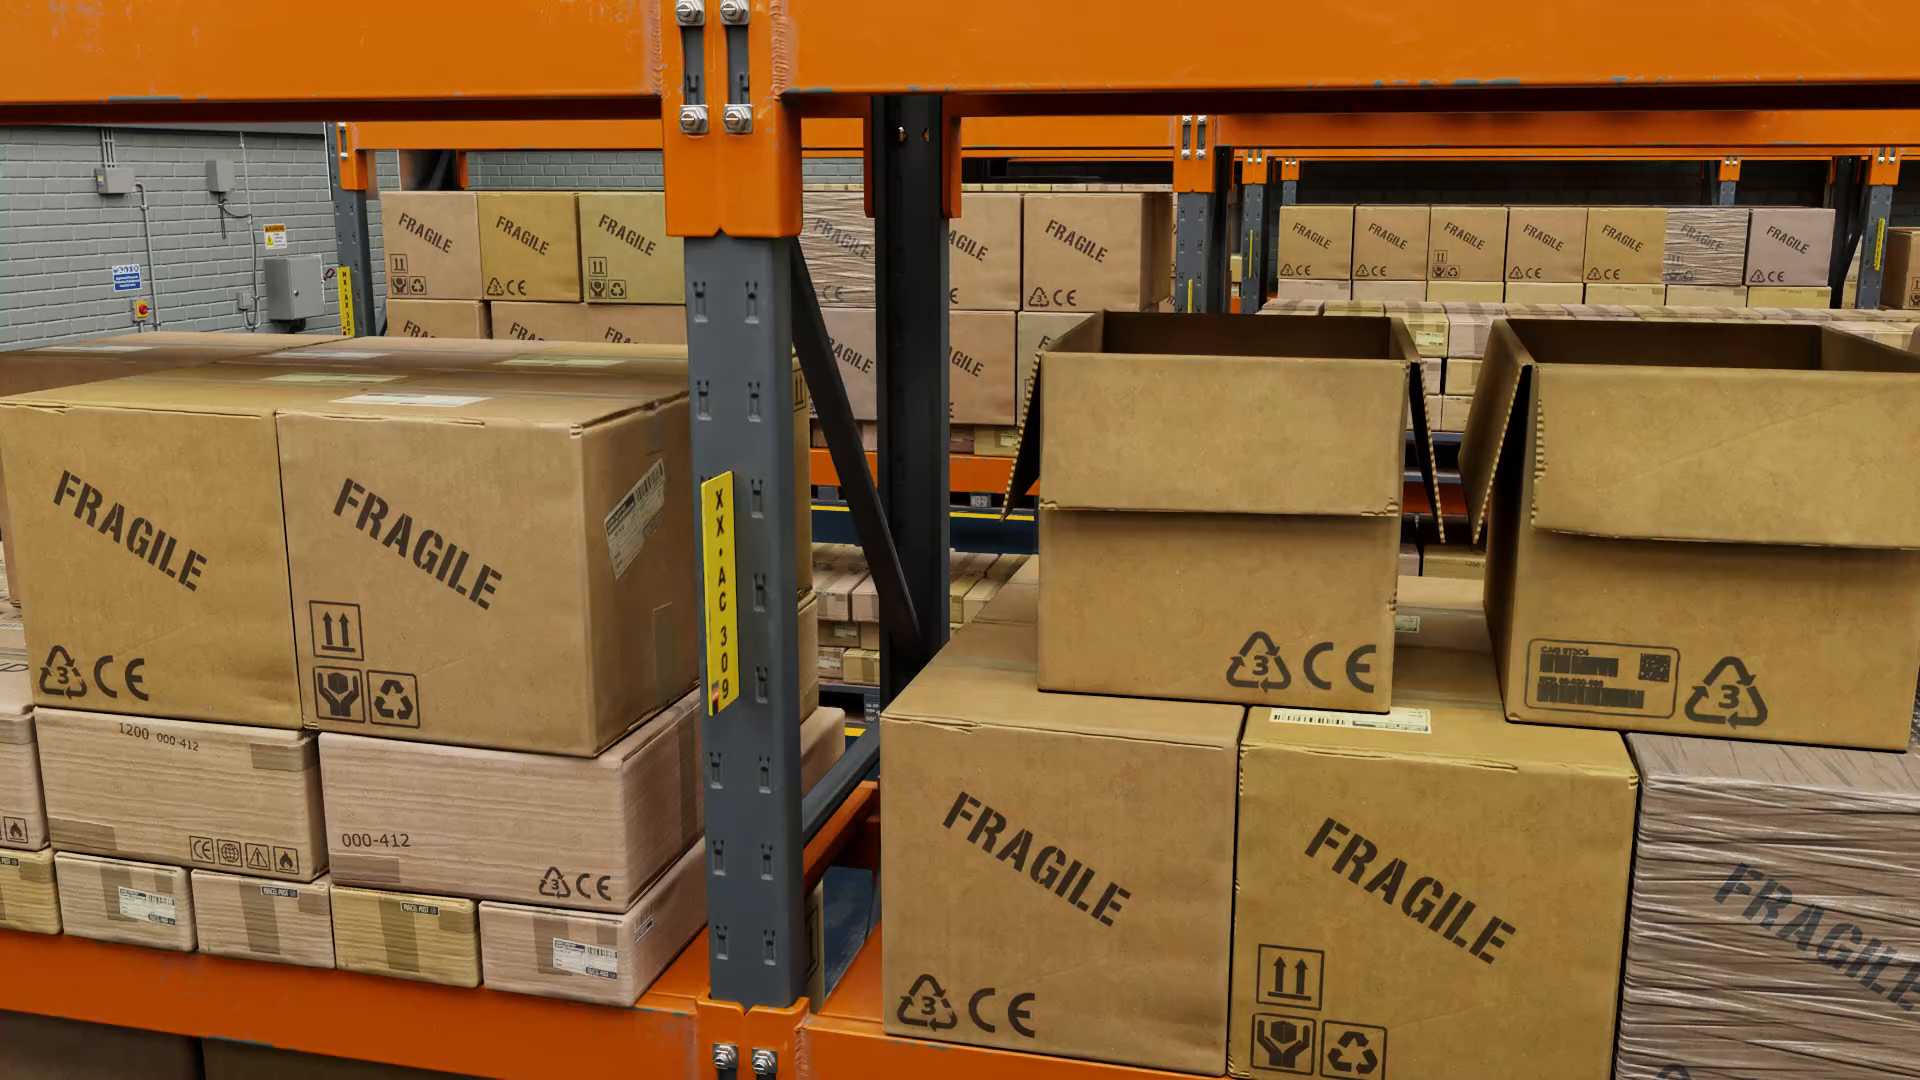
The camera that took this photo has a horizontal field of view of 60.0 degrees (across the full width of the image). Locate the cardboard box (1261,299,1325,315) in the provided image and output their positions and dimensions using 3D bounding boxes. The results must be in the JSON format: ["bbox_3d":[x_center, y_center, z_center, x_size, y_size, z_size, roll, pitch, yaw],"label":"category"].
[{"bbox_3d":[1.524,-1.012,7.609,0.250,0.149,0.380,4,13,16],"label":"cardboard box"}]

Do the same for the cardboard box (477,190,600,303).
[{"bbox_3d":[-1.932,-1.405,7.916,0.500,0.500,0.500,3,13,15],"label":"cardboard box"}]

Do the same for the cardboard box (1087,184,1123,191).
[{"bbox_3d":[1.081,-2.529,12.171,0.250,0.149,0.380,3,13,13],"label":"cardboard box"}]

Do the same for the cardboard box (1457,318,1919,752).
[{"bbox_3d":[1.087,-0.051,2.490,0.637,0.503,0.797,3,13,14],"label":"cardboard box"}]

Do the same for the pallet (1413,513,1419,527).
[{"bbox_3d":[2.943,-0.280,12.509,1.213,0.211,1.003,3,13,14],"label":"pallet"}]

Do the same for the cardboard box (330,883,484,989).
[{"bbox_3d":[-0.824,0.581,2.771,0.250,0.149,0.380,3,13,15],"label":"cardboard box"}]

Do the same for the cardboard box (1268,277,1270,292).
[{"bbox_3d":[3.101,-2.662,17.386,0.250,0.149,0.380,3,13,14],"label":"cardboard box"}]

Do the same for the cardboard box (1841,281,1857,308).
[{"bbox_3d":[8.104,-2.327,15.644,0.500,0.250,0.500,3,13,12],"label":"cardboard box"}]

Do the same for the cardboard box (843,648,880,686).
[{"bbox_3d":[-0.379,0.565,7.874,0.250,0.149,0.380,3,13,13],"label":"cardboard box"}]

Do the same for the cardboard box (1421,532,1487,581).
[{"bbox_3d":[2.260,0.151,7.199,0.500,0.250,0.500,3,13,15],"label":"cardboard box"}]

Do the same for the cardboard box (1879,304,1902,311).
[{"bbox_3d":[6.330,-1.484,11.110,0.250,0.149,0.380,2,13,10],"label":"cardboard box"}]

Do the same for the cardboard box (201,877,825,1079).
[{"bbox_3d":[-0.820,1.200,3.338,0.875,0.875,0.875,3,13,14],"label":"cardboard box"}]

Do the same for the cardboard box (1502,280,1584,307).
[{"bbox_3d":[4.023,-1.676,11.553,0.500,0.250,0.500,3,13,12],"label":"cardboard box"}]

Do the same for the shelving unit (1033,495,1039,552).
[{"bbox_3d":[0.083,-0.728,11.551,1.048,1.500,0.538,3,13,14],"label":"shelving unit"}]

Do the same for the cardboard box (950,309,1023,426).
[{"bbox_3d":[0.047,-0.806,7.525,0.500,0.500,0.500,3,13,12],"label":"cardboard box"}]

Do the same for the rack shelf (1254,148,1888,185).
[{"bbox_3d":[4.118,-2.675,11.601,4.000,0.370,1.077,3,13,14],"label":"rack shelf"}]

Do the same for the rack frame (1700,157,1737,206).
[{"bbox_3d":[7.245,-2.502,16.086,0.127,3.000,1.000,3,13,14],"label":"rack frame"}]

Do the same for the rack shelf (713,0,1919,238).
[{"bbox_3d":[1.743,-0.591,2.208,4.000,0.370,1.077,3,13,14],"label":"rack shelf"}]

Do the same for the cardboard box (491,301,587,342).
[{"bbox_3d":[-1.900,-0.917,8.025,0.500,0.500,0.500,3,13,14],"label":"cardboard box"}]

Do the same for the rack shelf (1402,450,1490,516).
[{"bbox_3d":[3.030,-0.164,7.210,4.000,0.370,1.077,3,13,14],"label":"rack shelf"}]

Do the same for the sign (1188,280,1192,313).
[{"bbox_3d":[0.965,-0.928,6.990,0.005,0.325,0.100,3,13,14],"label":"sign"}]

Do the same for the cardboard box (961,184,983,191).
[{"bbox_3d":[0.066,-2.561,12.314,0.250,0.149,0.380,3,13,12],"label":"cardboard box"}]

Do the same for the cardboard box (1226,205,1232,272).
[{"bbox_3d":[1.772,-2.278,12.538,0.500,0.500,0.500,3,13,14],"label":"cardboard box"}]

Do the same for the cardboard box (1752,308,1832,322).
[{"bbox_3d":[3.550,-0.904,7.120,0.250,0.149,0.380,4,13,16],"label":"cardboard box"}]

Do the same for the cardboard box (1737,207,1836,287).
[{"bbox_3d":[5.495,-1.967,11.134,0.500,0.500,0.500,3,13,12],"label":"cardboard box"}]

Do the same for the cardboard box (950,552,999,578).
[{"bbox_3d":[0.034,0.177,8.249,0.250,0.149,0.380,3,13,12],"label":"cardboard box"}]

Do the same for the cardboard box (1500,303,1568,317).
[{"bbox_3d":[2.529,-0.958,7.362,0.250,0.149,0.380,3,13,12],"label":"cardboard box"}]

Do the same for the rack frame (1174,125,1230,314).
[{"bbox_3d":[1.088,-0.619,7.600,0.127,3.000,1.000,3,13,14],"label":"rack frame"}]

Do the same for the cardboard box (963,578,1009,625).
[{"bbox_3d":[0.179,0.297,7.709,0.250,0.149,0.380,3,13,13],"label":"cardboard box"}]

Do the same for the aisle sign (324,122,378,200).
[{"bbox_3d":[-2.938,-2.037,7.987,0.004,0.787,0.394,3,13,14],"label":"aisle sign"}]

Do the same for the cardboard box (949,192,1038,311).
[{"bbox_3d":[0.064,-1.295,7.418,0.500,0.500,0.500,3,13,12],"label":"cardboard box"}]

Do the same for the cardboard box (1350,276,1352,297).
[{"bbox_3d":[2.662,-1.865,12.405,0.500,0.250,0.500,3,13,13],"label":"cardboard box"}]

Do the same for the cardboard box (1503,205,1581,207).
[{"bbox_3d":[4.168,-2.153,11.972,0.500,0.500,0.500,3,13,14],"label":"cardboard box"}]

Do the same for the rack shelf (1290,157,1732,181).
[{"bbox_3d":[5.303,-3.719,16.307,4.000,0.370,1.077,3,13,14],"label":"rack shelf"}]

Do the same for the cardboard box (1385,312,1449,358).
[{"bbox_3d":[1.881,-0.848,6.868,0.250,0.149,0.380,3,13,14],"label":"cardboard box"}]

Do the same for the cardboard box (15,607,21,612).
[{"bbox_3d":[-1.578,0.214,3.502,0.500,0.250,0.500,3,13,15],"label":"cardboard box"}]

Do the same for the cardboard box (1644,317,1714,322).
[{"bbox_3d":[2.878,-0.795,6.628,0.250,0.149,0.380,3,13,15],"label":"cardboard box"}]

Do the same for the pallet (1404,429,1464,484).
[{"bbox_3d":[1.795,-0.456,7.304,1.213,0.211,1.003,3,13,14],"label":"pallet"}]

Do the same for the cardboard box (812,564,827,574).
[{"bbox_3d":[-0.819,0.225,8.033,0.250,0.149,0.380,3,13,14],"label":"cardboard box"}]

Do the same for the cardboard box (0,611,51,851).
[{"bbox_3d":[-1.689,0.326,2.999,0.500,0.250,0.500,3,13,15],"label":"cardboard box"}]

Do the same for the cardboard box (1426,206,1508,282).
[{"bbox_3d":[3.521,-2.072,11.609,0.500,0.500,0.500,3,13,12],"label":"cardboard box"}]

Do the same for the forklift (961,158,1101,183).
[{"bbox_3d":[0.646,-2.080,14.341,3.031,2.935,1.130,3,13,15],"label":"forklift"}]

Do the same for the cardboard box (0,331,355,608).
[{"bbox_3d":[-1.585,-0.152,3.420,0.500,0.500,0.500,3,13,12],"label":"cardboard box"}]

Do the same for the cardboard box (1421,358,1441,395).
[{"bbox_3d":[1.863,-0.704,6.903,0.250,0.149,0.380,3,13,15],"label":"cardboard box"}]

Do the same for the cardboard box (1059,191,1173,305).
[{"bbox_3d":[0.708,-1.376,7.785,0.500,0.500,0.500,3,13,15],"label":"cardboard box"}]

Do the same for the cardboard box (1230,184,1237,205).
[{"bbox_3d":[1.932,-2.590,12.446,0.250,0.149,0.380,3,13,13],"label":"cardboard box"}]

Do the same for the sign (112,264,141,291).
[{"bbox_3d":[-7.259,-2.286,14.487,0.001,0.218,0.327,3,13,14],"label":"sign"}]

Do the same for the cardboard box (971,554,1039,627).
[{"bbox_3d":[0.321,0.336,3.061,0.500,0.500,0.500,3,13,14],"label":"cardboard box"}]

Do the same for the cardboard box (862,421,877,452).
[{"bbox_3d":[-0.282,-0.506,7.667,0.250,0.149,0.380,2,13,11],"label":"cardboard box"}]
